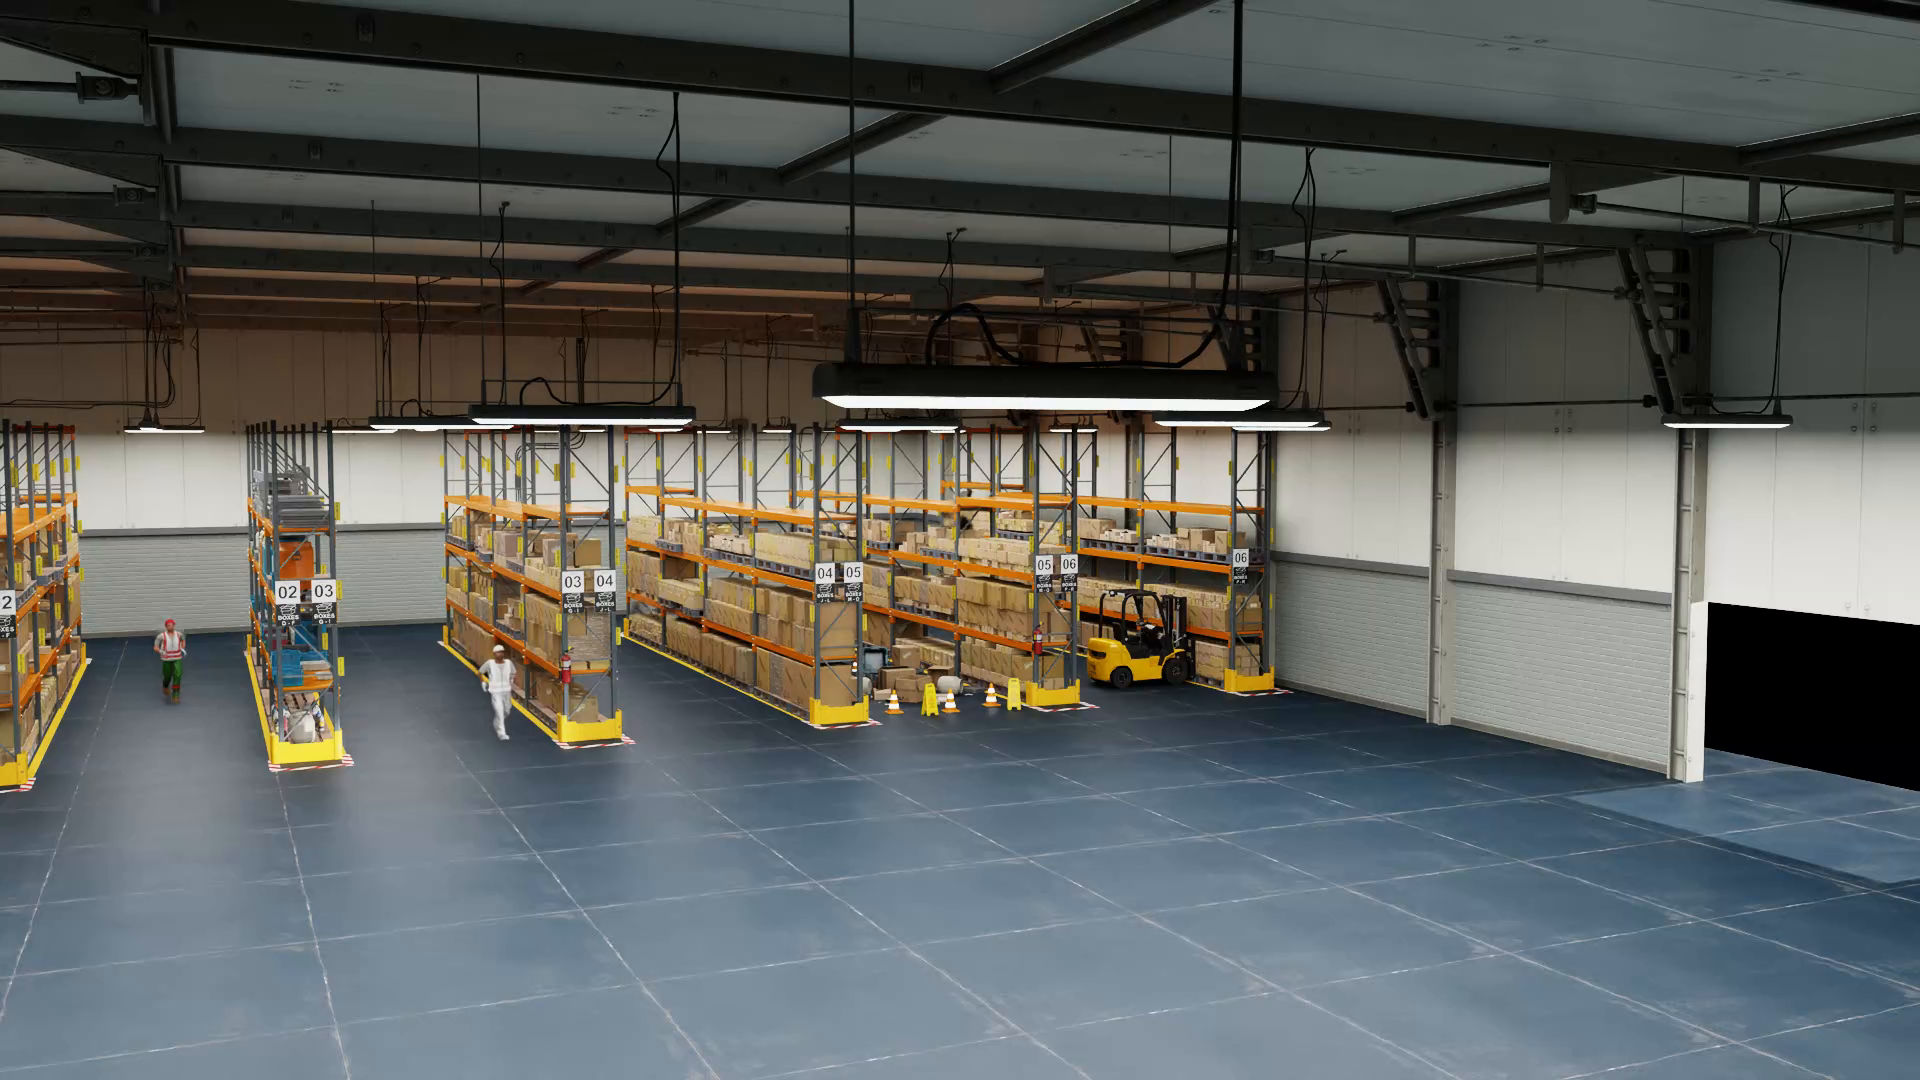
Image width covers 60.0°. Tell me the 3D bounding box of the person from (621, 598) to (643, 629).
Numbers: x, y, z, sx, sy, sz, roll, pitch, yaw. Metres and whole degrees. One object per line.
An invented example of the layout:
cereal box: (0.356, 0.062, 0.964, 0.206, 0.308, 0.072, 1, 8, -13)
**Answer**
person: (-9.578, 1.878, 49.085, 0.882, 1.553, 0.637, -1, 4, -12)

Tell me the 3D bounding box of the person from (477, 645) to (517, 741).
person: (-8.698, 2.862, 31.383, 0.704, 1.770, 0.960, -3, 4, -36)

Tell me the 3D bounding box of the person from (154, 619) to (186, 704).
person: (-17.010, 2.592, 35.861, 0.656, 1.789, 0.956, -3, 4, -36)

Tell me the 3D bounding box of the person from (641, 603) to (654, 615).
person: (-9.199, 1.772, 49.281, 0.614, 1.738, 0.657, -1, 4, -19)
